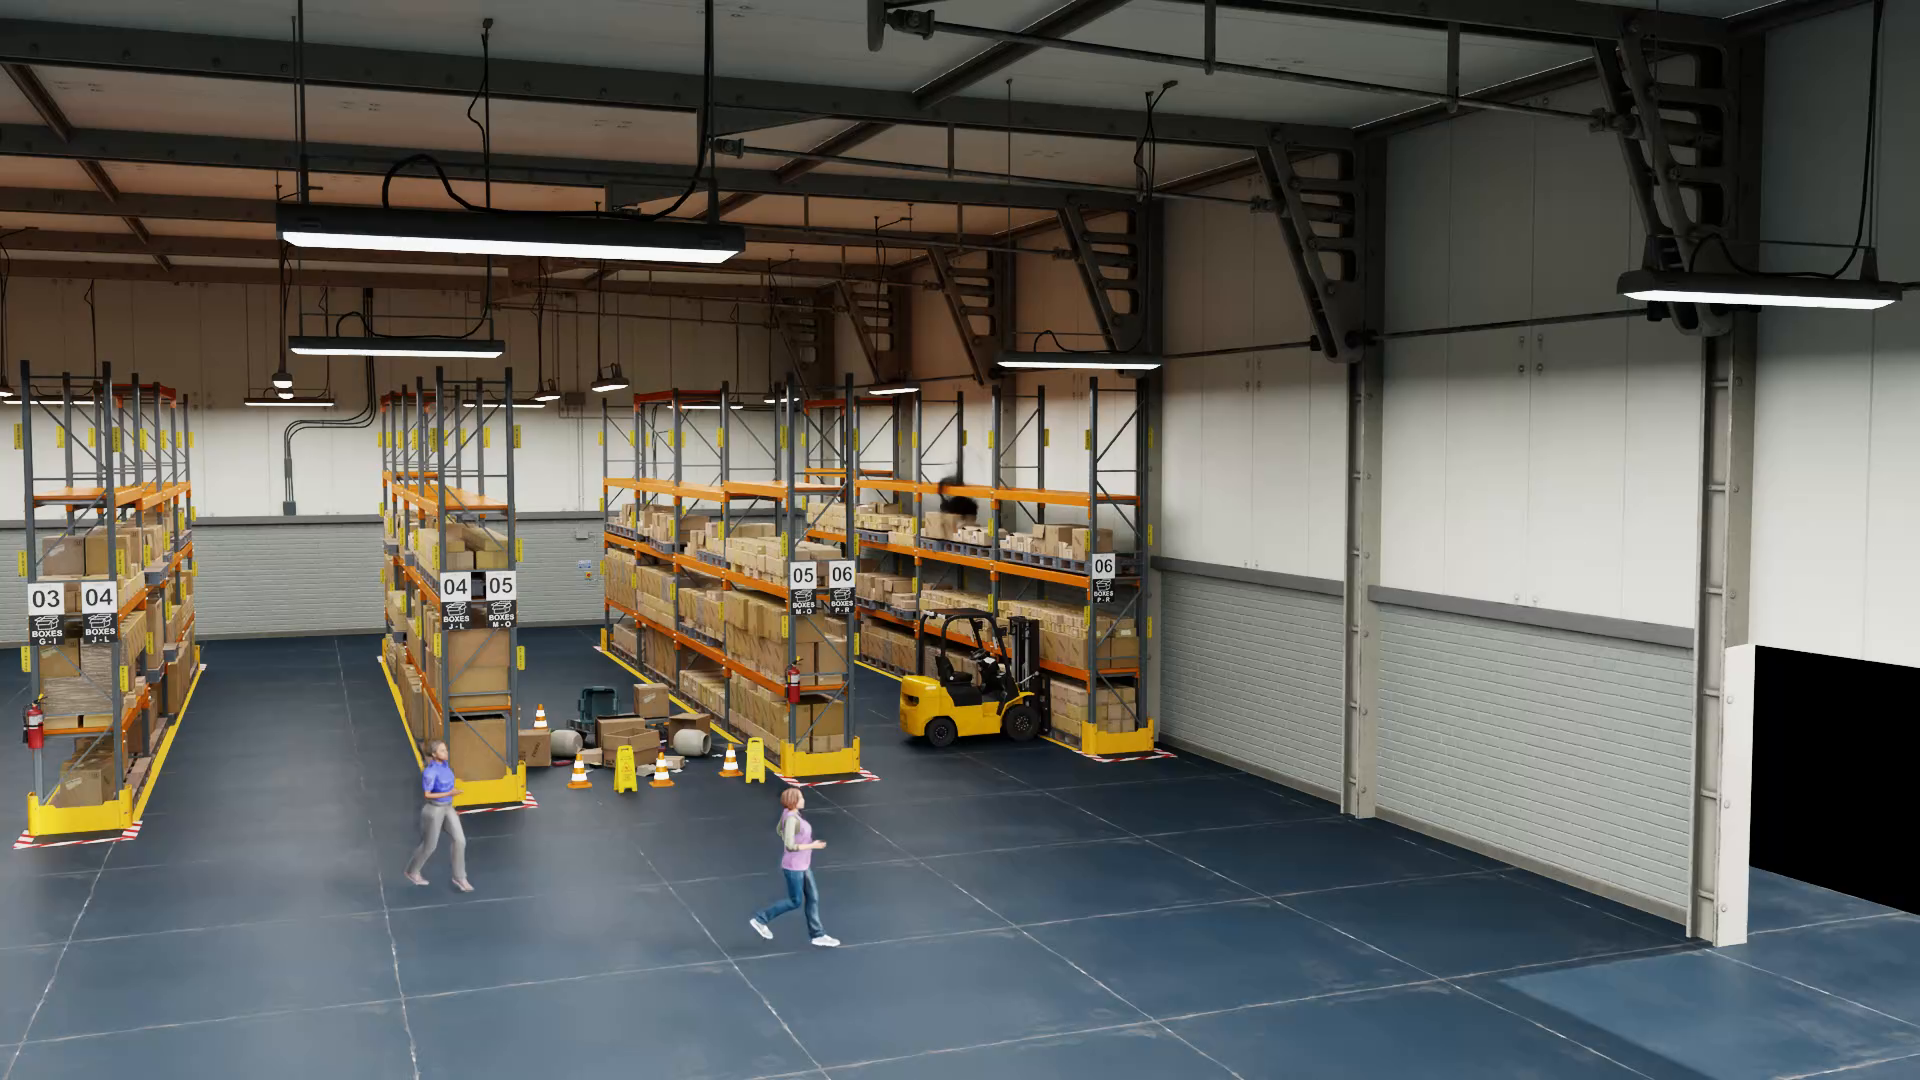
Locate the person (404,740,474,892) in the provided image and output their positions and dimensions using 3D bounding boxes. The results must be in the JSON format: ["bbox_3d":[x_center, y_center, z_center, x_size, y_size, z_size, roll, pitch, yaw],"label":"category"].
[{"bbox_3d":[-5.809,3.068,18.440,0.794,1.716,0.564,1,4,18],"label":"person"}]

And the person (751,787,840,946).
[{"bbox_3d":[-1.616,3.205,16.298,0.867,1.574,0.541,0,3,3],"label":"person"}]
